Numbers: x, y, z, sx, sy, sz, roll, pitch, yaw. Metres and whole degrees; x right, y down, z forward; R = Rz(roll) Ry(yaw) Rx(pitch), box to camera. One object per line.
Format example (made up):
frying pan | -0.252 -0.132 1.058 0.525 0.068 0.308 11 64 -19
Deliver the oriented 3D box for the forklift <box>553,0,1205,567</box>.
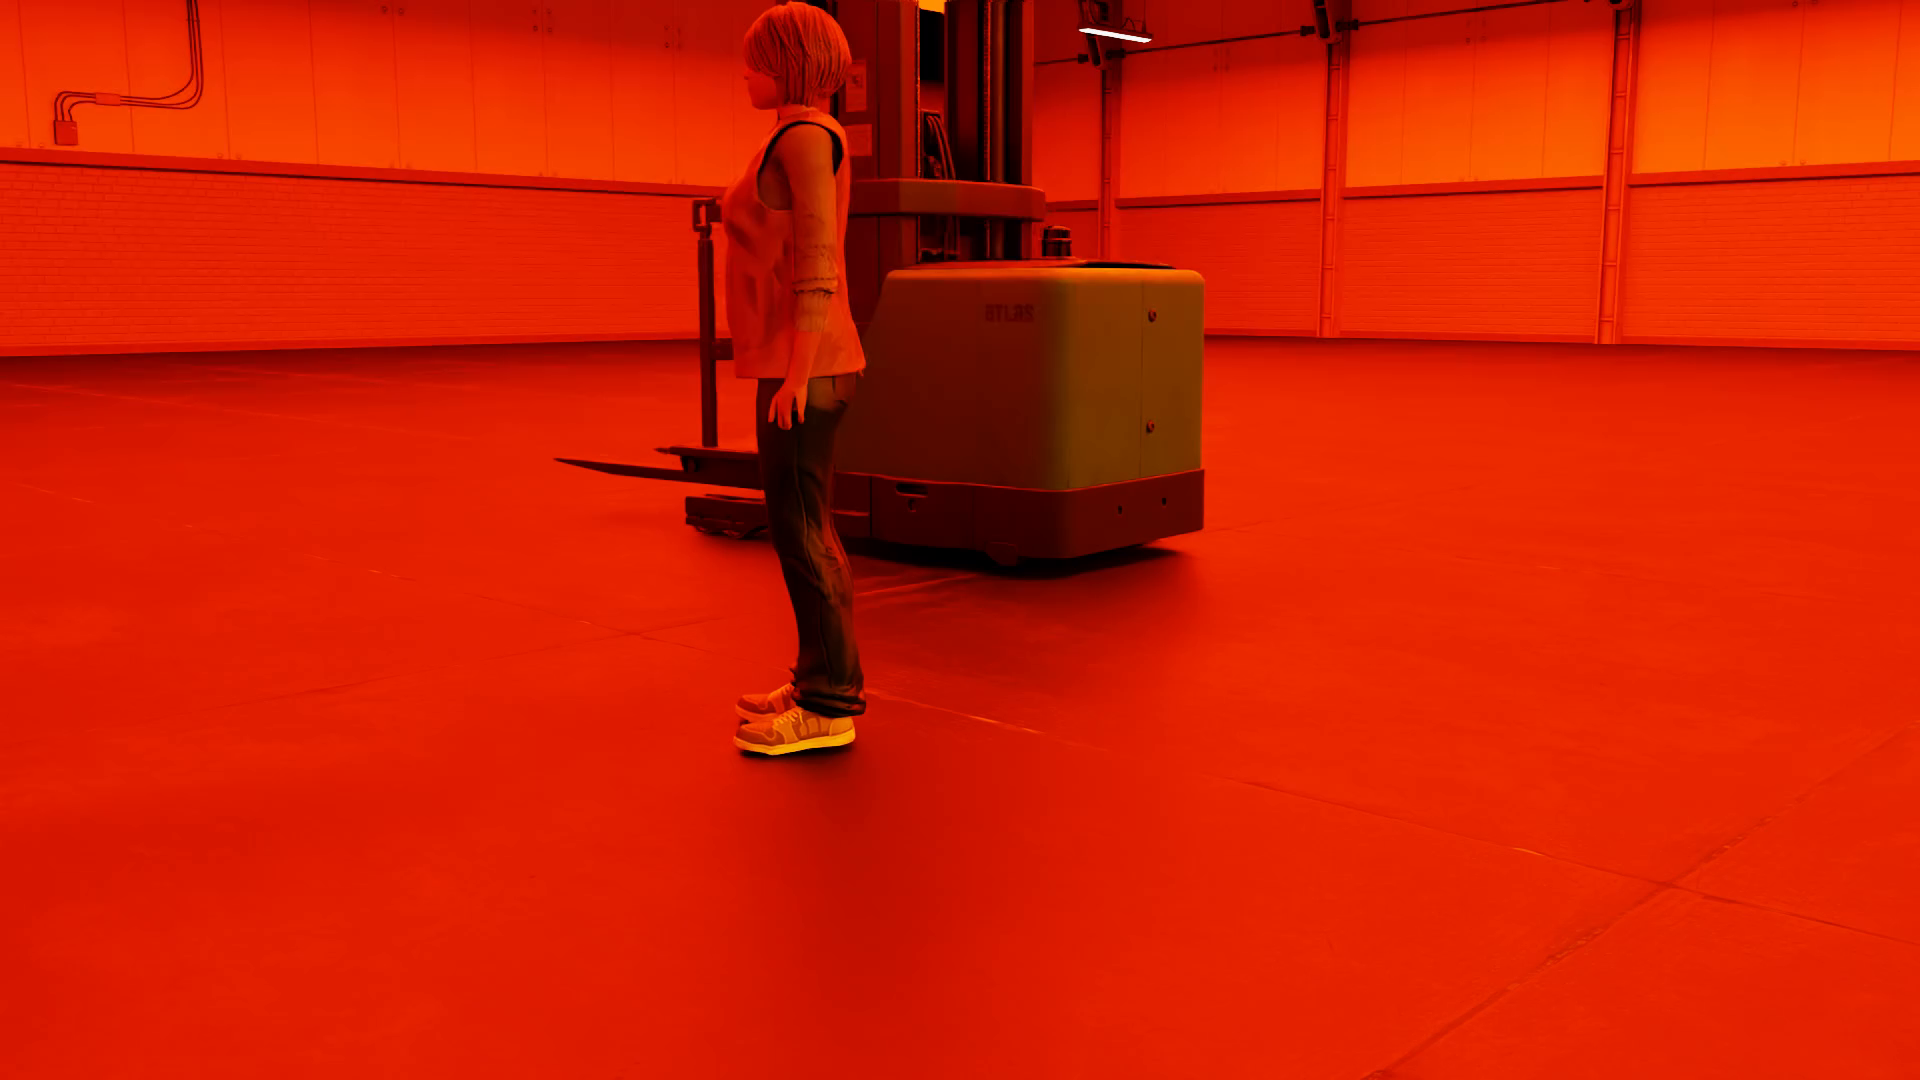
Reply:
forklift | -0.510 -1.507 6.881 3.031 2.935 1.130 7 11 38

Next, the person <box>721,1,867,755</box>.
person | -0.362 -0.344 3.629 0.316 1.603 0.415 0 9 -3
